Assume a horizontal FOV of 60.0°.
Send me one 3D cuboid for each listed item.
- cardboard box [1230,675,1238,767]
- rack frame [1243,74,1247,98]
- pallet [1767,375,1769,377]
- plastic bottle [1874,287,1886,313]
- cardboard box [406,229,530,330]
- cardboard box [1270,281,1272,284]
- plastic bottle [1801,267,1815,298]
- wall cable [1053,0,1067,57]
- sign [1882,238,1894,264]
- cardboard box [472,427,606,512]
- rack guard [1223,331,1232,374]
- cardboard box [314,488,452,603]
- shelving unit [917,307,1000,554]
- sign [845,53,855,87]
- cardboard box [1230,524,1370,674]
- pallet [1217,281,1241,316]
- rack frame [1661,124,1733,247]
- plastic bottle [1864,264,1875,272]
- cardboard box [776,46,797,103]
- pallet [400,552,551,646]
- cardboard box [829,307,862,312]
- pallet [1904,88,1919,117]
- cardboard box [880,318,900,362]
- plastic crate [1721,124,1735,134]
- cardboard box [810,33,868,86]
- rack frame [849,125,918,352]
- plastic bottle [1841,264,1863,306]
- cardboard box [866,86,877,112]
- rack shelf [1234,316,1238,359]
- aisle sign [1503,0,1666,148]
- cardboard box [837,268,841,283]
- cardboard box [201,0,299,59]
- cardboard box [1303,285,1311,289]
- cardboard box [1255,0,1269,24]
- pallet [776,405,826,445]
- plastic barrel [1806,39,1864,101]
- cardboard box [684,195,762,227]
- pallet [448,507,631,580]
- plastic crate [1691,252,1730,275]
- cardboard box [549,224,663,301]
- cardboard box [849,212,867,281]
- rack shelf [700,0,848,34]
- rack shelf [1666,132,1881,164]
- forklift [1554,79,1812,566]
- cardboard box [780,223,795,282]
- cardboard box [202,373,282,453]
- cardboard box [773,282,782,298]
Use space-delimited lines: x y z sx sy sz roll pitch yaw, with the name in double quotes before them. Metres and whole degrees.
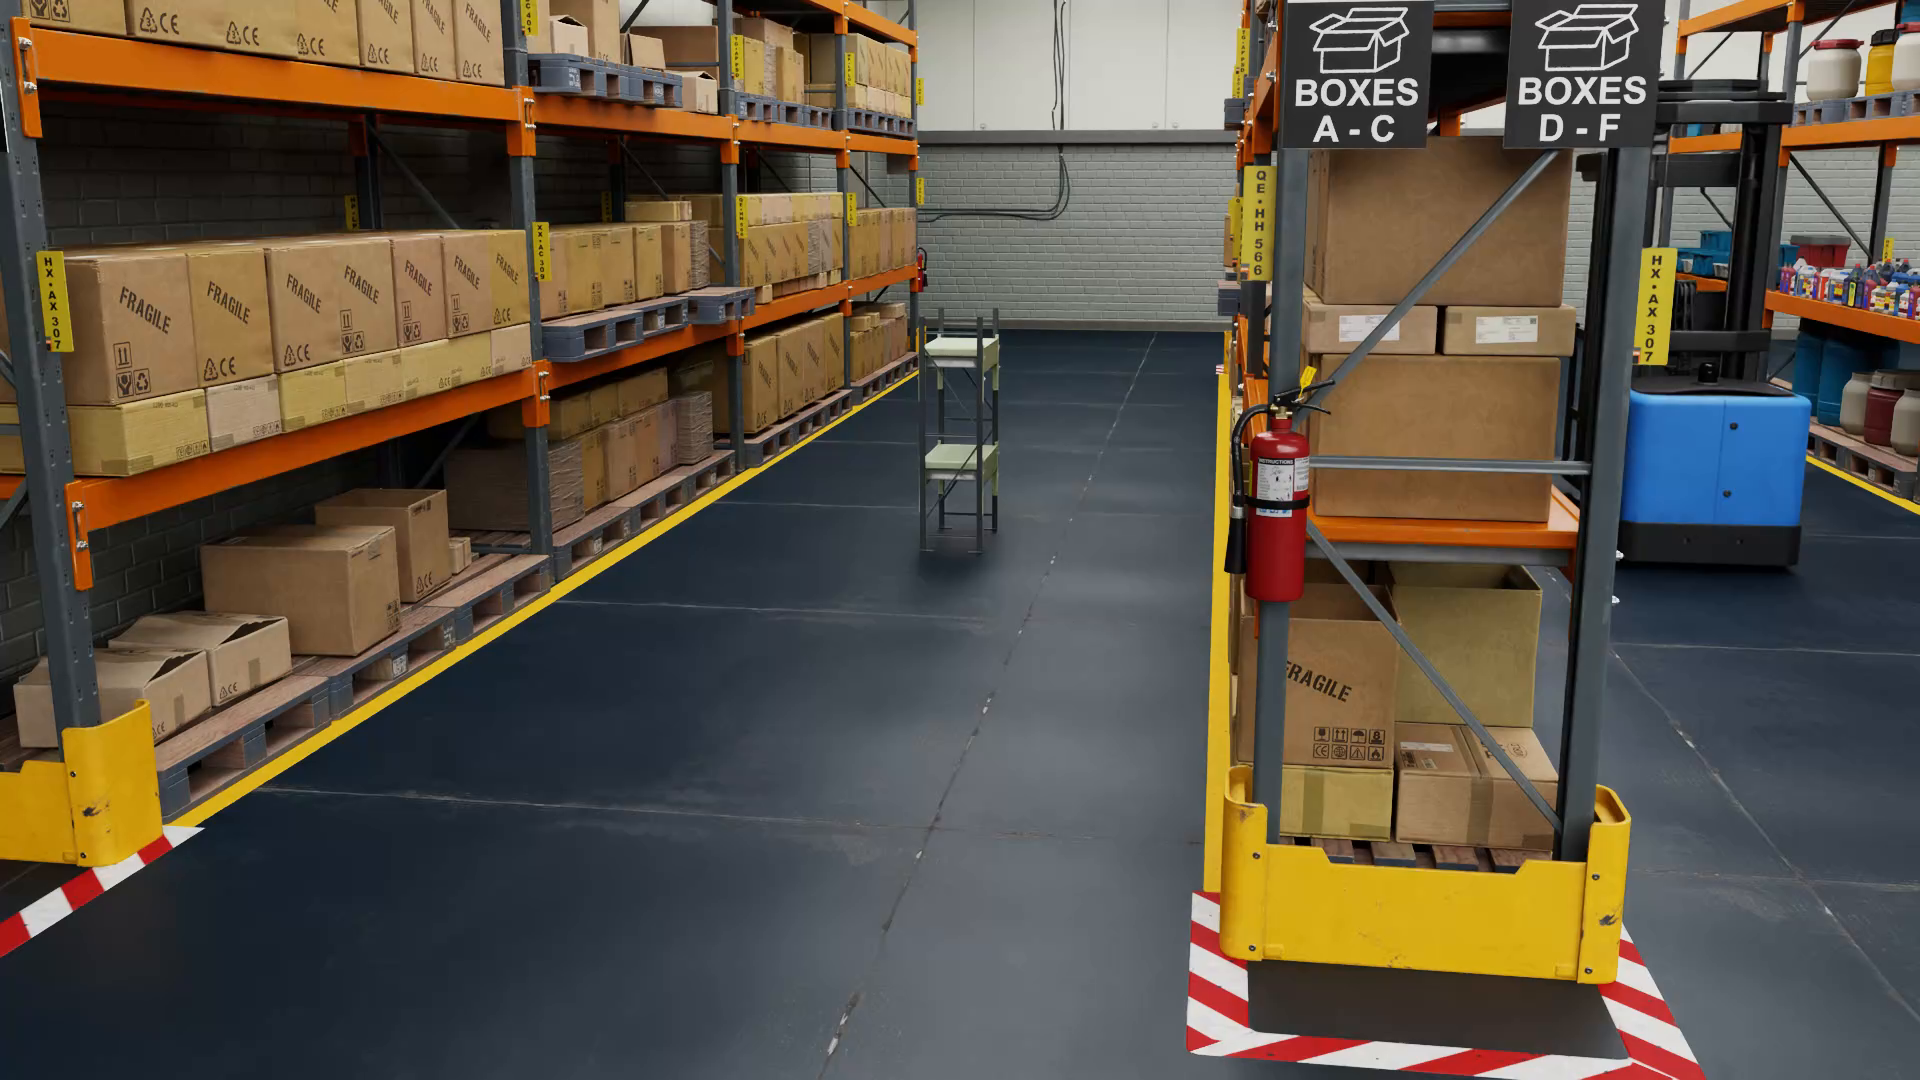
"cardboard box" 1.256 0.700 6.153 0.500 0.250 0.500 2 12 9
"rack frame" 3.246 -5.643 15.820 1.000 3.000 0.127 2 12 9
"pallet" 8.590 -1.849 19.070 1.003 0.211 1.213 2 12 9
"plastic bottle" 7.327 -1.911 13.211 0.097 0.201 0.097 0 12 0
"cardboard box" -2.646 -1.400 8.897 0.500 0.500 0.500 2 12 9
"cardboard box" 2.532 -1.760 12.253 0.500 0.311 0.500 3 12 12
"plastic bottle" 7.591 -2.303 14.866 0.097 0.271 0.097 0 12 0
"wall cable" 2.862 -8.665 25.222 3.097 2.526 0.112 2 12 9
"sign" 8.683 -2.667 15.590 0.100 0.325 0.005 2 12 9
"cardboard box" -2.753 -0.461 10.903 0.700 0.500 0.500 2 12 8
"rack guard" 3.850 -2.306 20.505 1.175 0.500 0.348 2 12 9
"cardboard box" -2.999 0.019 8.674 0.500 0.500 0.500 1 12 4
"shelving unit" -0.001 -0.732 10.829 0.431 1.500 0.755 2 12 9
"sign" -1.111 -4.728 16.717 0.100 0.325 0.005 2 12 9
"cardboard box" 1.329 0.230 6.558 0.500 0.500 0.500 2 12 9
"pallet" 2.666 -1.928 13.273 1.213 0.211 1.003 2 12 9
"rack frame" 8.755 -3.382 19.567 1.000 3.000 0.127 2 12 9
"plastic bottle" 8.399 -2.396 15.287 0.152 0.276 0.135 2 12 9
"cardboard box" -1.914 -4.303 15.439 0.700 0.500 0.500 2 12 8
"pallet" -2.948 0.299 9.105 1.003 0.211 1.213 2 12 9
"cardboard box" -1.375 -2.677 19.690 0.380 0.149 0.250 2 12 9
"pallet" 7.739 -3.247 12.268 1.003 0.211 1.213 2 12 9
"cardboard box" -1.119 -2.433 20.101 0.700 0.500 0.500 2 12 8
"plastic crate" 8.110 -4.339 17.169 0.437 0.282 0.530 2 12 9
"cardboard box" -1.262 -5.024 17.405 0.500 0.500 0.500 2 12 8
"rack frame" -1.034 -3.703 21.057 1.000 3.000 0.127 2 12 9
"plastic bottle" 7.456 -2.127 13.859 0.144 0.351 0.185 2 12 9
"cardboard box" -1.190 -4.759 17.956 0.500 0.250 0.500 2 12 7
"rack shelf" 2.939 -1.943 14.596 1.077 0.370 4.000 2 12 9
"aisle sign" 1.693 -1.460 4.477 0.394 0.787 0.004 2 12 9
"cardboard box" -1.421 -2.678 16.848 0.380 0.149 0.250 2 12 9
"cardboard box" -3.002 -2.178 6.574 0.500 0.500 0.500 2 12 11
"cardboard box" 1.390 -0.825 5.922 0.380 0.149 0.250 2 12 9
"cardboard box" 1.678 -2.738 7.892 0.500 0.500 0.500 3 13 13
"pallet" -1.878 -1.090 15.548 1.003 0.211 1.213 2 12 9
"plastic barrel" 7.812 -4.186 14.858 0.433 0.535 0.433 0 12 0
"cardboard box" -1.935 -2.701 13.634 0.500 0.250 0.500 2 12 10
"pallet" -2.761 -0.004 10.511 1.003 0.211 1.213 2 12 9
"plastic crate" 8.190 -3.015 18.118 0.416 0.233 0.300 2 12 9
"cardboard box" -2.496 -1.944 11.610 0.700 0.500 0.500 2 12 9
"cardboard box" -1.549 -3.129 17.683 0.980 0.700 0.700 2 12 10
"rack shelf" -1.957 -4.840 14.747 1.077 0.370 4.000 2 12 9
"rack shelf" 8.448 -4.080 17.395 1.077 0.370 4.000 2 12 9
"forklift" 4.717 -1.535 11.161 1.130 2.935 3.031 2 12 8
"cardboard box" -1.769 -2.547 14.699 0.500 0.500 0.500 2 12 8
"cardboard box" -3.040 -0.509 6.543 0.500 0.250 0.500 1 12 7
"cardboard box" -1.814 -2.255 14.884 0.380 0.149 0.250 2 12 10
